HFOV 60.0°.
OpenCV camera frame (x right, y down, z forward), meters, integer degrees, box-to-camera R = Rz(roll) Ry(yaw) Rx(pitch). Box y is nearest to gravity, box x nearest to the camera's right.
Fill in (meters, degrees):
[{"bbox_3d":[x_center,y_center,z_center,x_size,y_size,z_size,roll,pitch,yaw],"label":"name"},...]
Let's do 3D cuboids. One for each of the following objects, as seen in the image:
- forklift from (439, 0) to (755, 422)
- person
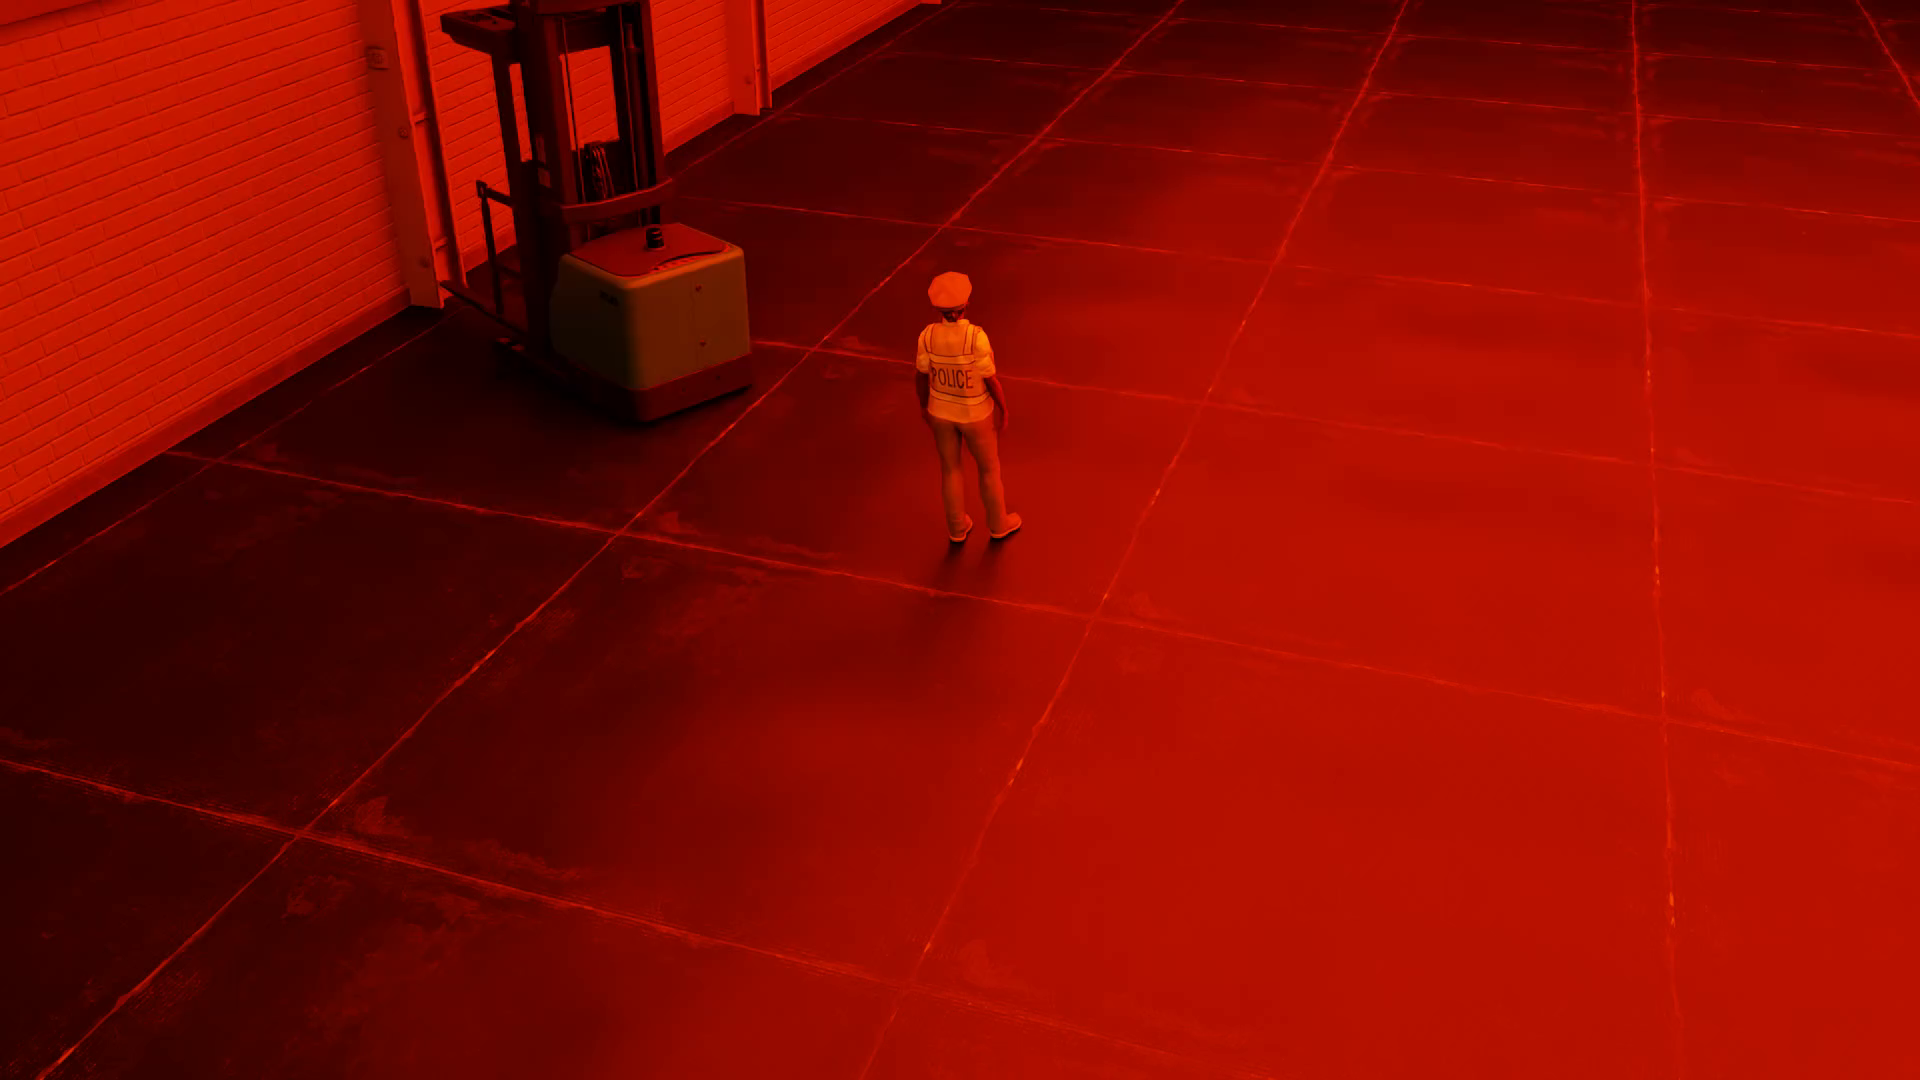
[{"bbox_3d":[-2.860,-2.712,11.895,1.130,2.935,3.031,-26,38,-37],"label":"forklift"},{"bbox_3d":[0.043,-0.775,9.729,0.570,1.697,0.528,10,31,16],"label":"person"}]
